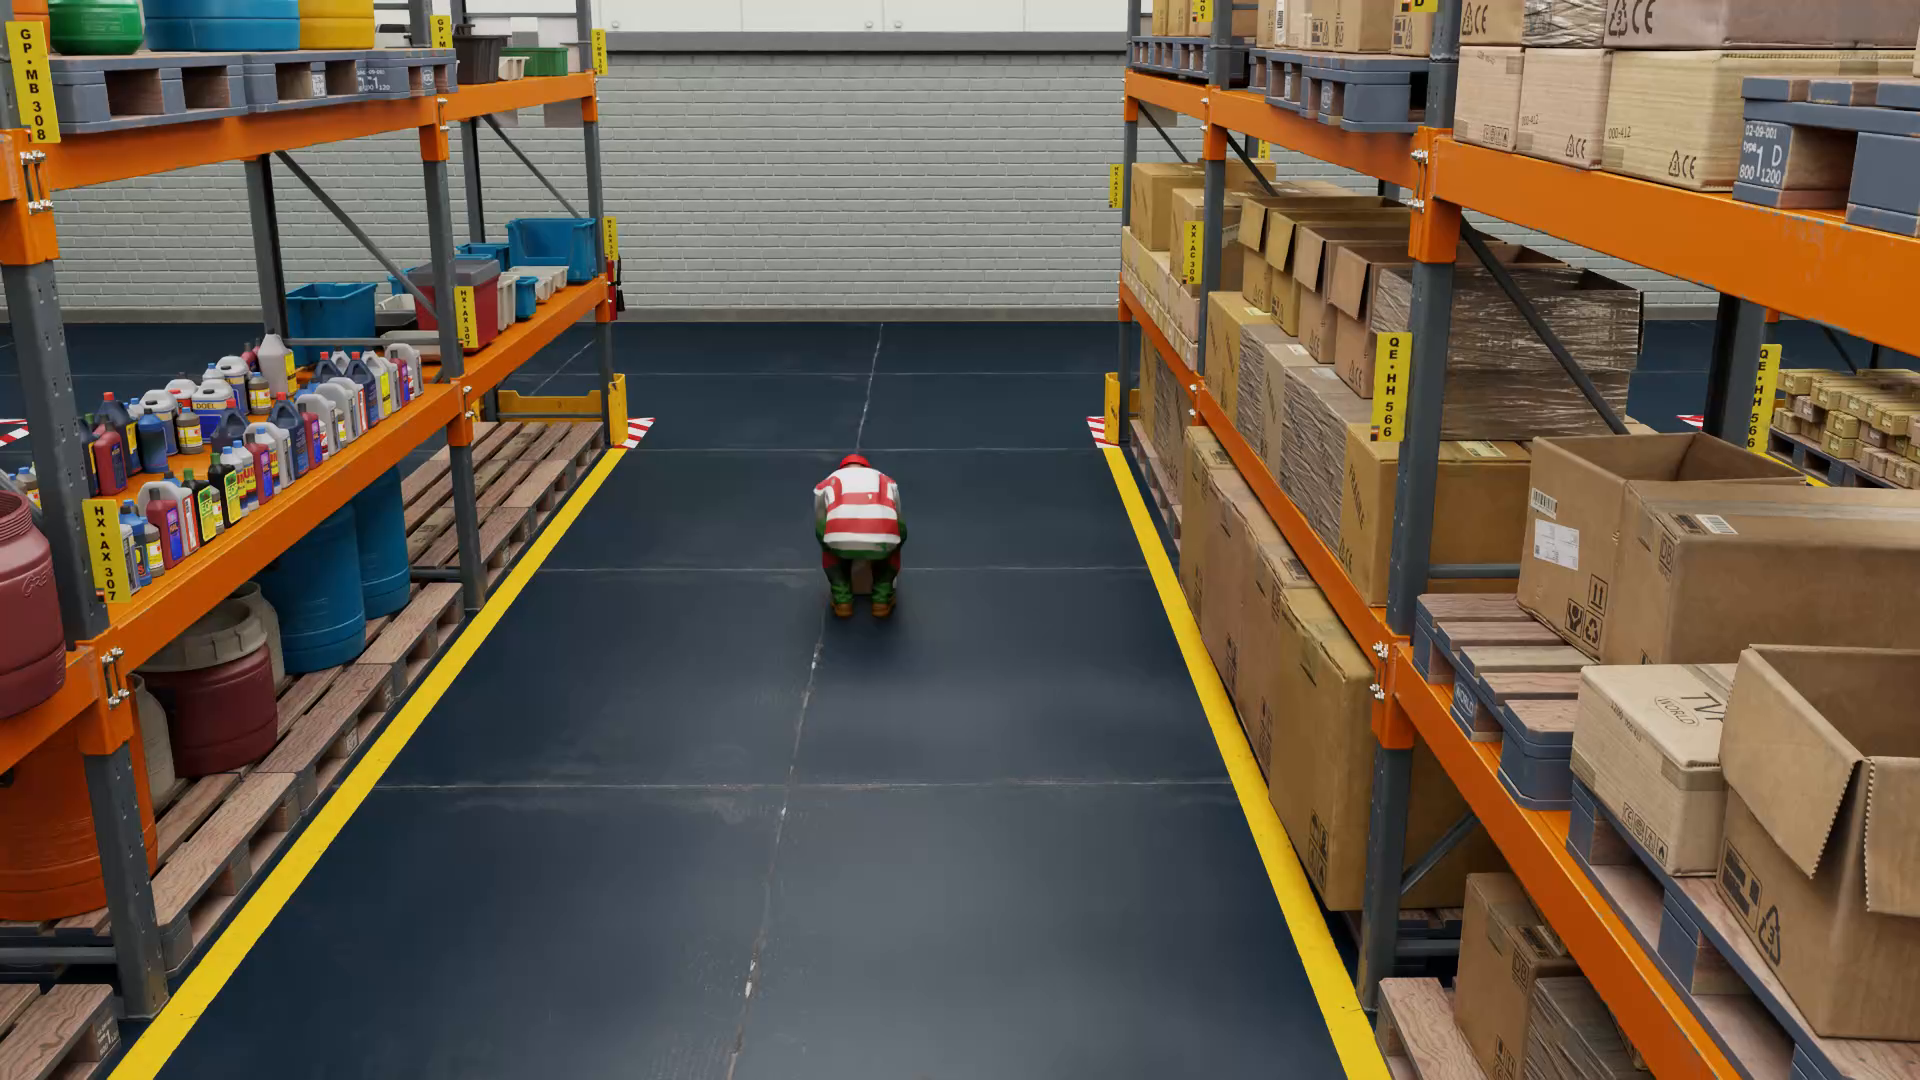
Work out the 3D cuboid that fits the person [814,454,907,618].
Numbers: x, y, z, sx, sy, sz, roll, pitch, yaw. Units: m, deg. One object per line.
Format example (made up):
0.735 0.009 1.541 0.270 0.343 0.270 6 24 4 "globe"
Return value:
-0.557 0.002 9.296 0.521 0.801 0.949 -1 17 -2 "person"
